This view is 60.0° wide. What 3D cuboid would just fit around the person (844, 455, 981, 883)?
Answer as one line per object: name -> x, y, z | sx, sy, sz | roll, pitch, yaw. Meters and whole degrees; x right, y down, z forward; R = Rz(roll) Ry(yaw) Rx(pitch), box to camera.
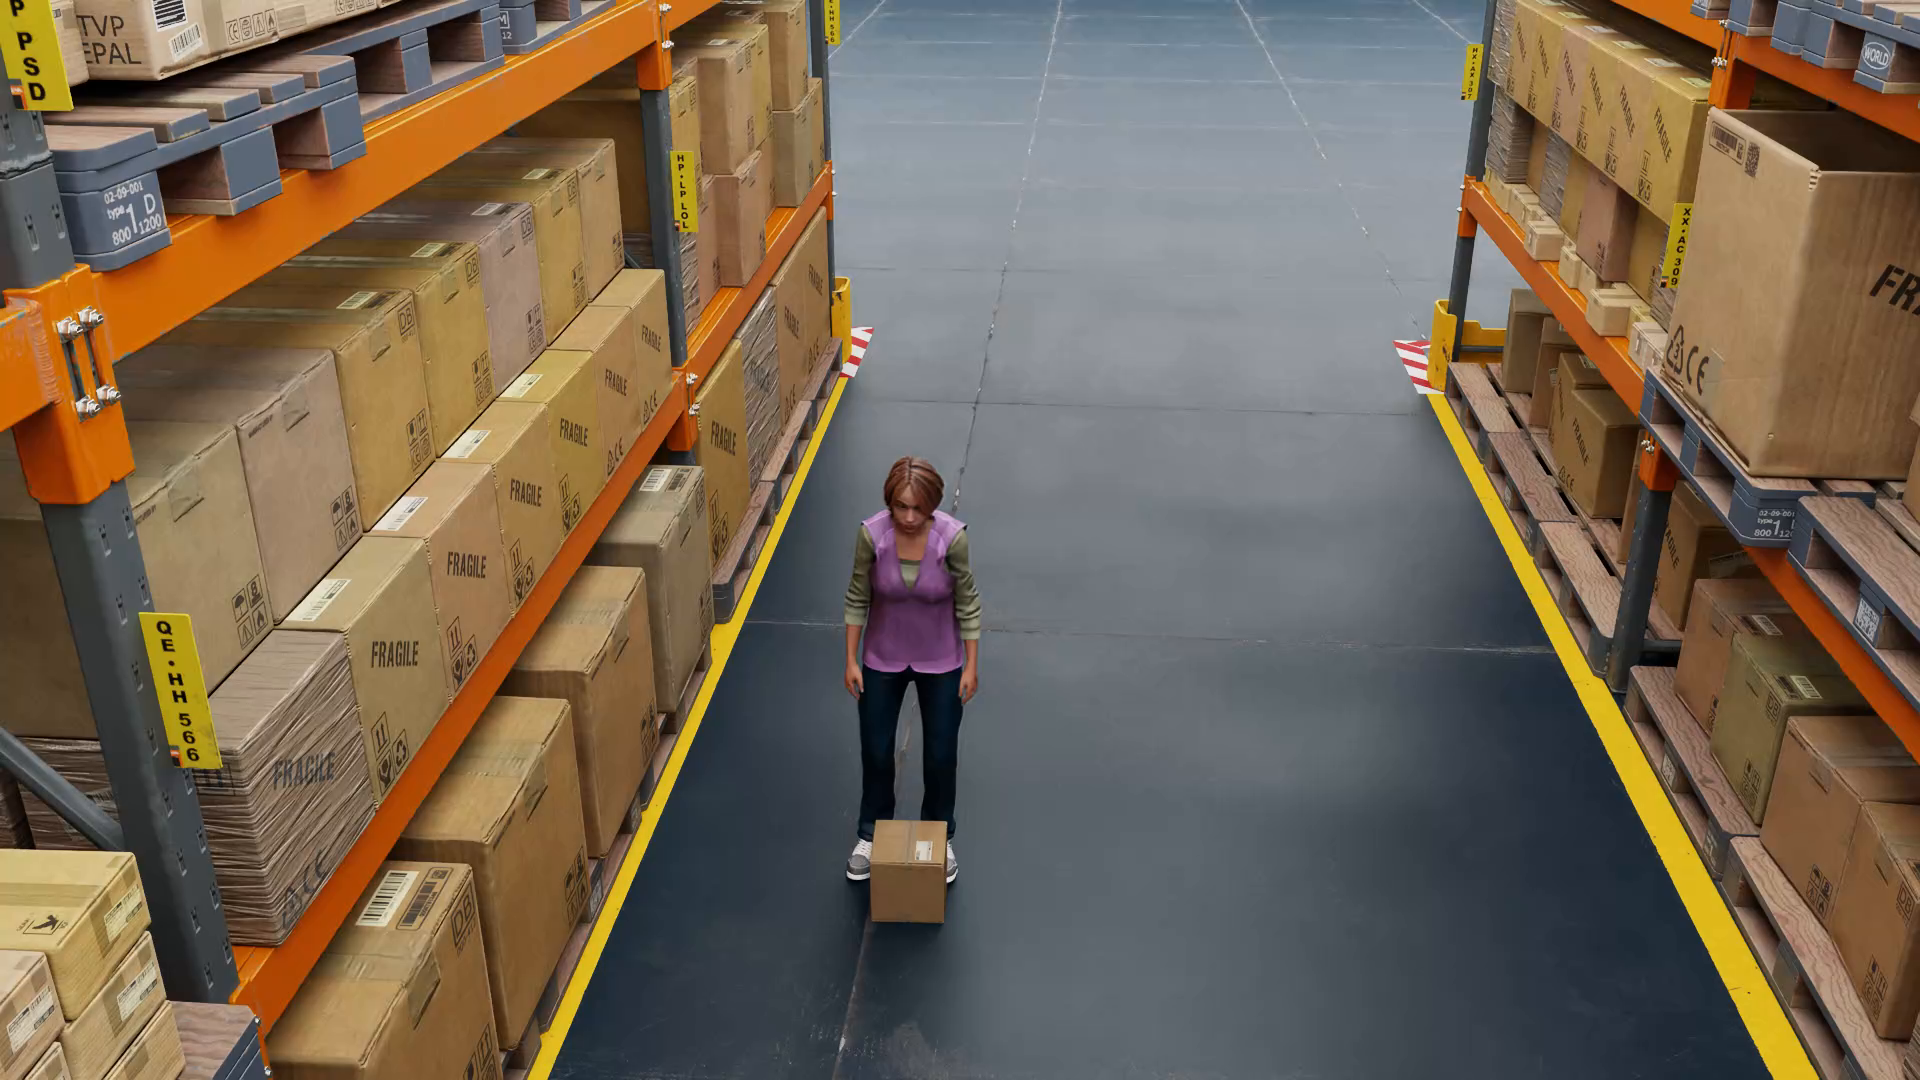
person -> -0.165, 0.438, 5.675 | 0.470, 1.591, 0.350 | 2, 25, 3
